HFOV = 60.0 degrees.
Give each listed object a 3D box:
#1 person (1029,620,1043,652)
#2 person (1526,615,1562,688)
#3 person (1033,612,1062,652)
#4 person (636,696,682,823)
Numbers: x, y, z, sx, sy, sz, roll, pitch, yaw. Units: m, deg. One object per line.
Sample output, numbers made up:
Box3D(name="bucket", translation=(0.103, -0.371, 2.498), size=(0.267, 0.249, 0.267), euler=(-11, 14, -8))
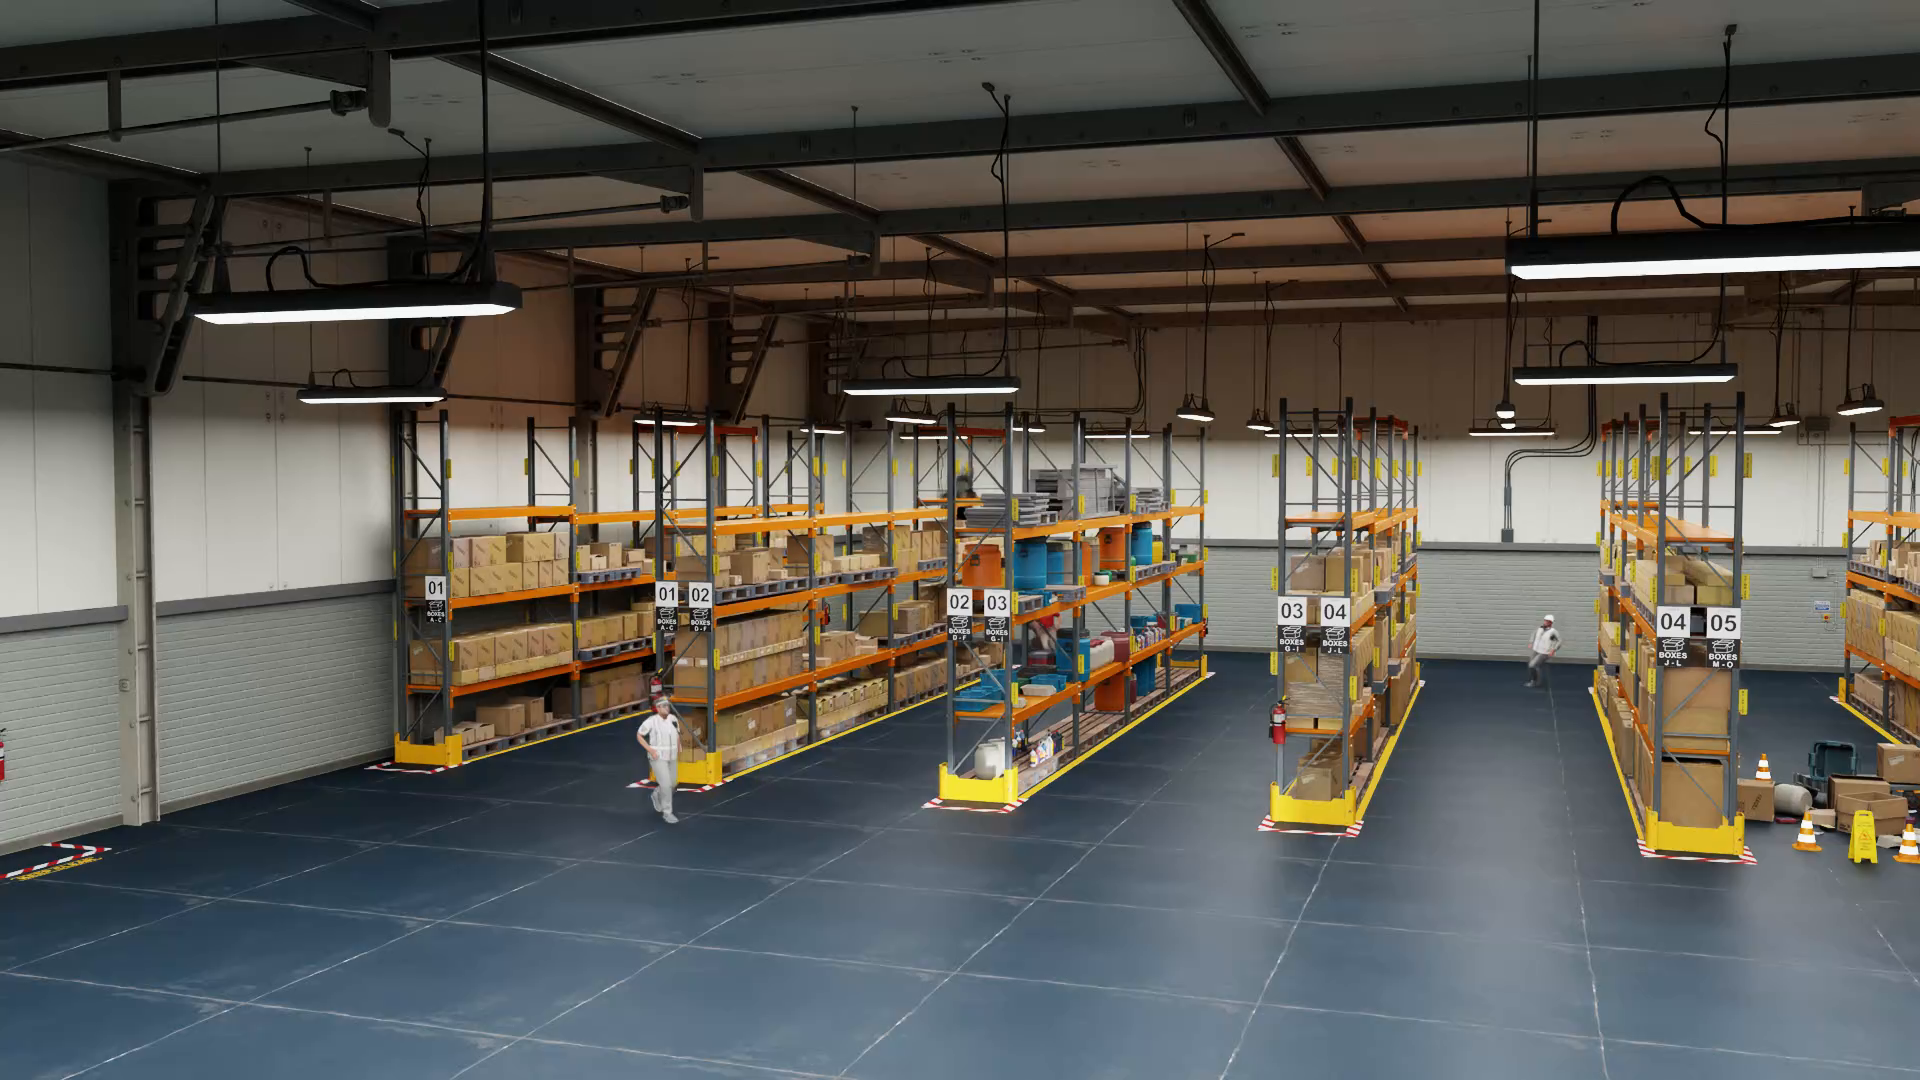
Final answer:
Box3D(name="person", translation=(1.921, 2.117, 42.207), size=(0.691, 1.733, 0.770), euler=(-2, 3, -40))
Box3D(name="person", translation=(13.244, 2.545, 37.973), size=(0.671, 1.706, 0.774), euler=(-1, 3, -18))
Box3D(name="person", translation=(2.090, 2.230, 40.113), size=(0.672, 1.689, 0.515), euler=(1, 3, 15))
Box3D(name="person", translation=(-4.264, 3.105, 23.743), size=(0.781, 1.775, 0.670), euler=(2, 3, 45))
